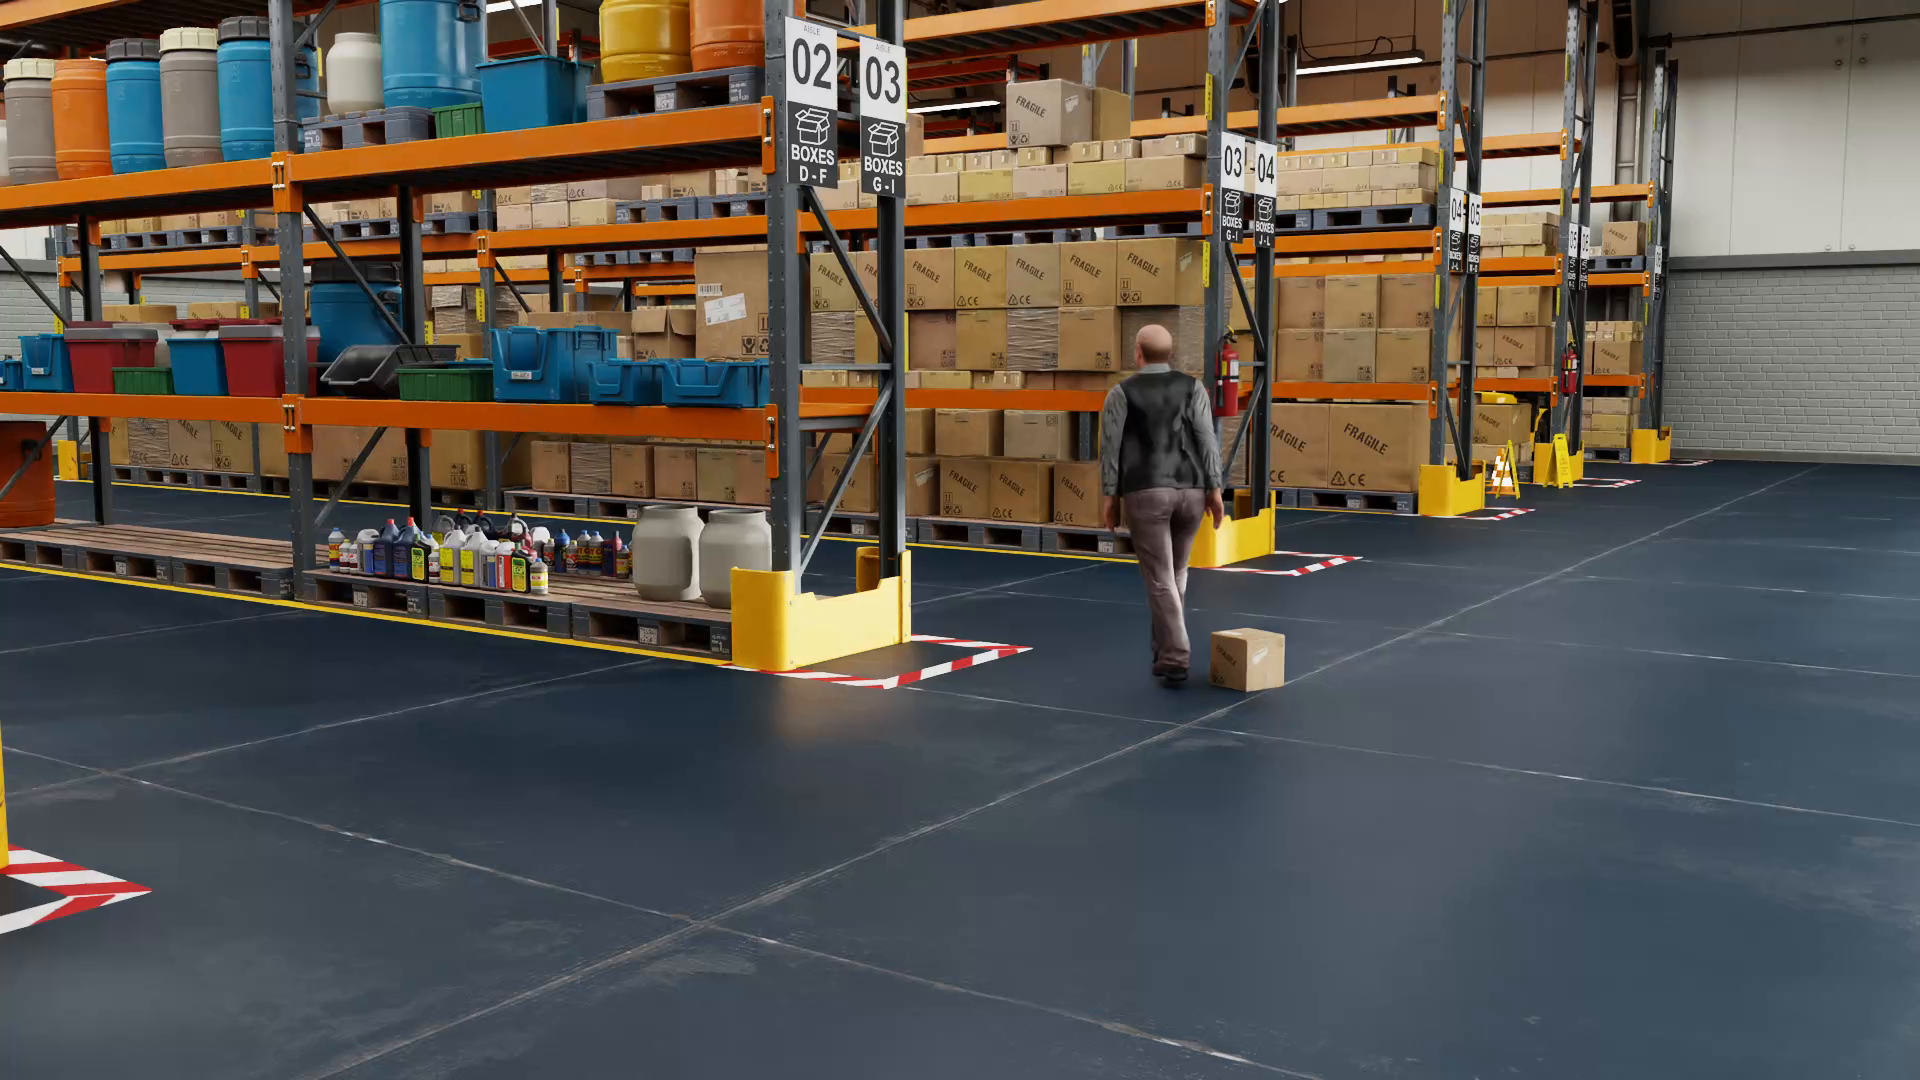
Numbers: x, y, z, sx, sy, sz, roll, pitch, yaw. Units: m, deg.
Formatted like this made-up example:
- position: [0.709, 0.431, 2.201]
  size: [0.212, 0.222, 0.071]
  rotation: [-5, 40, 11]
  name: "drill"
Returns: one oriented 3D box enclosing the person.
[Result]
- position: [0.955, -0.180, 8.087]
  size: [0.565, 1.724, 0.779]
  rotation: [-2, 6, -14]
  name: "person"
